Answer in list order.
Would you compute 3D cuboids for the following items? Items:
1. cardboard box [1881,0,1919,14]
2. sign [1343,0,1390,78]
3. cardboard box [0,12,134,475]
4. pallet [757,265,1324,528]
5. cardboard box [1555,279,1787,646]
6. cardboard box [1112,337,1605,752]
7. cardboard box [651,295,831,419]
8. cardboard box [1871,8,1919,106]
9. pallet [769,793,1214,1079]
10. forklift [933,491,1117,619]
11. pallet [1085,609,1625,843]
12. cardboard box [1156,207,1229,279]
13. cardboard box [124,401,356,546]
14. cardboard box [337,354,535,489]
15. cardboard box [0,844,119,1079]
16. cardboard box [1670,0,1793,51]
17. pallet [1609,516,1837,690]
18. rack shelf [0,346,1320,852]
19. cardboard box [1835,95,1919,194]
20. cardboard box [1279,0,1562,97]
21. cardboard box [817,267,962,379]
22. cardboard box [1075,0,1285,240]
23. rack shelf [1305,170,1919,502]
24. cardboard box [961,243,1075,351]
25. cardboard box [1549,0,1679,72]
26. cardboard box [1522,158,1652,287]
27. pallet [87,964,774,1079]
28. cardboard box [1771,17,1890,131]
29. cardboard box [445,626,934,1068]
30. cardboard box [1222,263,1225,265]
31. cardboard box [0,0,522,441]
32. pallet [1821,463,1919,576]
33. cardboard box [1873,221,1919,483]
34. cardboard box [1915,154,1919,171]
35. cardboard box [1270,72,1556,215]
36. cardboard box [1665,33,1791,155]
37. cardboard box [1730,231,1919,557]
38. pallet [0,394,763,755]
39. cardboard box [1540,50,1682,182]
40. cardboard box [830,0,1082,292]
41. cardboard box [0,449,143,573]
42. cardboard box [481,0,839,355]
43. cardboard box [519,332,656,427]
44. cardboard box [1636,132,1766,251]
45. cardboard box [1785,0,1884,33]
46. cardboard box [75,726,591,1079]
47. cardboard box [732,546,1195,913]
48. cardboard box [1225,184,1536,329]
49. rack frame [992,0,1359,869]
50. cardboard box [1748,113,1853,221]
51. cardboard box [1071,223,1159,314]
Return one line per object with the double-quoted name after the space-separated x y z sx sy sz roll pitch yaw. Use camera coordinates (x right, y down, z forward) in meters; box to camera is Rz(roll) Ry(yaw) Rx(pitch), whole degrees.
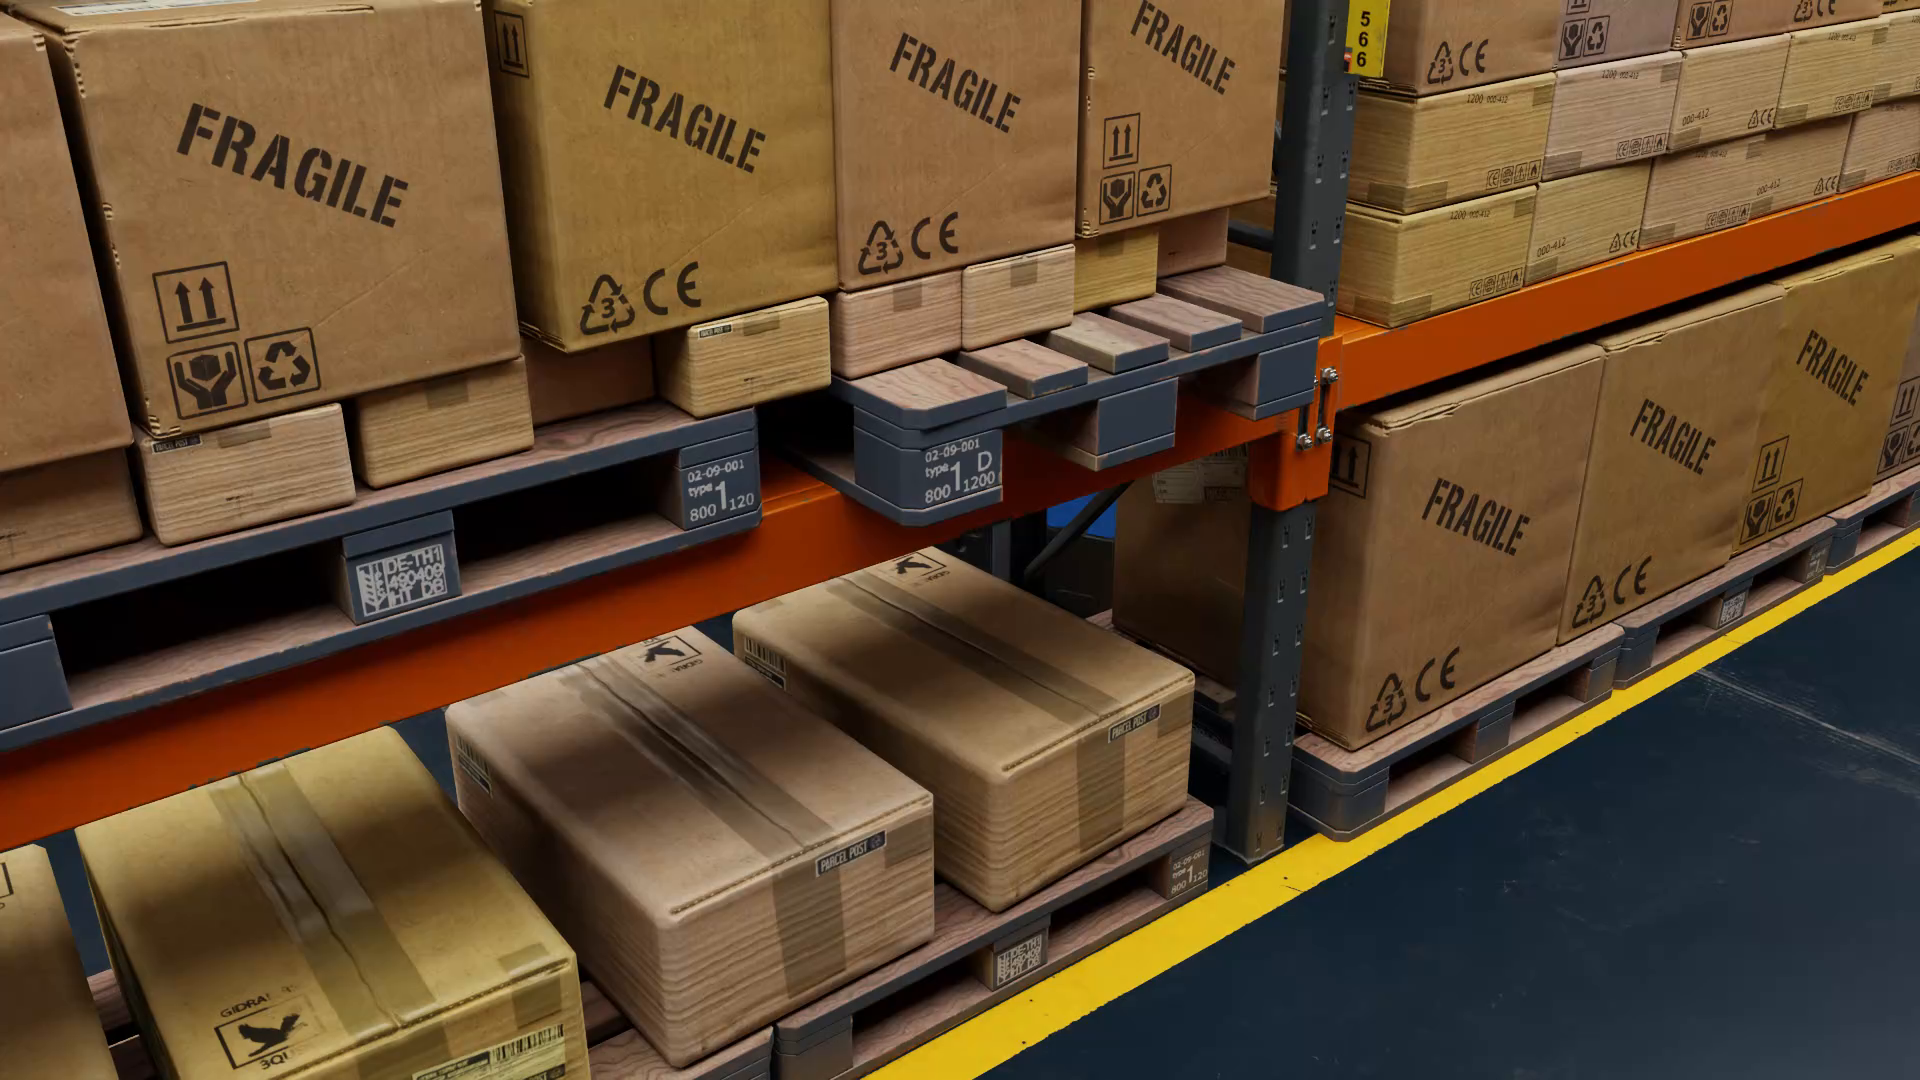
2.579 -1.822 4.806 0.500 0.500 0.500 -17 30 -33 "cardboard box"
0.784 -1.057 3.183 0.005 0.325 0.100 -18 31 -34 "sign"
-1.369 -0.358 1.987 0.500 0.500 0.500 -18 31 -34 "cardboard box"
-0.053 -0.438 3.358 1.003 0.211 1.213 -18 31 -34 "pallet"
1.741 -0.354 4.975 0.875 0.875 0.875 -18 30 -33 "cardboard box"
1.037 -0.124 4.478 0.875 0.875 0.875 -19 31 -34 "cardboard box"
-0.419 -0.346 2.731 0.250 0.149 0.380 -18 30 -33 "cardboard box"
2.600 -1.479 4.958 0.500 0.250 0.500 -17 30 -33 "cardboard box"
-0.174 0.722 3.943 1.213 0.211 1.003 -18 31 -34 "pallet"
-0.546 -1.493 5.485 3.031 2.935 1.130 11 27 23 "forklift"
1.109 0.340 4.767 1.213 0.211 1.003 -18 31 -34 "pallet"
0.329 -0.658 3.405 0.250 0.149 0.380 -17 30 -32 "cardboard box"
-1.033 -0.151 2.311 0.250 0.149 0.380 -17 30 -32 "cardboard box"
-0.841 -0.230 2.481 0.250 0.149 0.380 -19 31 -36 "cardboard box"
-1.731 0.971 2.718 0.625 0.372 0.950 -16 29 -31 "cardboard box"
1.782 -1.552 4.225 0.500 0.500 0.500 -17 30 -33 "cardboard box"
2.068 0.025 5.446 1.213 0.211 1.003 -18 31 -34 "pallet"
-1.132 0.101 2.824 4.000 0.370 1.077 -18 31 -34 "rack shelf"
2.582 -1.259 5.079 0.500 0.250 0.500 -19 31 -35 "cardboard box"
0.981 -1.291 3.662 0.500 0.500 0.500 -19 31 -36 "cardboard box"
-0.211 -0.422 2.895 0.250 0.149 0.380 -20 32 -36 "cardboard box"
0.256 -0.906 3.167 0.500 0.500 0.500 -19 31 -35 "cardboard box"
2.016 -0.938 5.063 4.000 0.370 1.077 -18 31 -34 "rack shelf"
-0.008 -0.485 3.031 0.250 0.149 0.380 -19 31 -34 "cardboard box"
1.365 -1.423 3.947 0.500 0.500 0.500 -18 30 -34 "cardboard box"
1.375 -0.860 4.218 0.500 0.250 0.500 -19 31 -35 "cardboard box"
-1.133 1.037 3.264 1.213 0.211 1.003 -18 31 -34 "pallet"
2.207 -1.340 4.659 0.500 0.250 0.500 -18 30 -33 "cardboard box"
-0.585 0.594 3.529 0.625 0.372 0.950 -19 31 -35 "cardboard box"
0.679 -0.894 4.292 0.500 0.250 0.500 -20 31 -36 "cardboard box"
-0.971 -0.495 2.282 0.500 0.500 0.500 -20 31 -36 "cardboard box"
3.029 -0.294 6.132 1.213 0.211 1.003 -18 31 -34 "pallet"
3.151 -0.823 5.986 0.875 0.875 0.875 -17 30 -32 "cardboard box"
2.990 -1.384 5.347 0.500 0.250 0.500 -19 31 -35 "cardboard box"
0.993 -0.954 3.826 0.500 0.250 0.500 -19 31 -34 "cardboard box"
1.800 -1.213 4.385 0.500 0.250 0.500 -18 31 -34 "cardboard box"
2.445 -0.586 5.475 0.875 0.875 0.875 -17 30 -33 "cardboard box"
-1.091 -0.130 2.695 1.213 0.211 1.003 -18 31 -34 "pallet"
1.400 -1.088 4.114 0.500 0.250 0.500 -17 30 -33 "cardboard box"
-0.144 -0.768 2.870 0.500 0.500 0.500 -19 31 -35 "cardboard box"
-1.274 -0.099 2.200 0.250 0.149 0.380 -18 30 -34 "cardboard box"
-0.541 -0.636 2.587 0.500 0.500 0.500 -21 32 -37 "cardboard box"
-0.694 -0.322 2.681 0.250 0.149 0.380 -18 30 -34 "cardboard box"
1.792 -0.994 4.508 0.500 0.250 0.500 -17 30 -32 "cardboard box"
2.181 -1.682 4.505 0.500 0.500 0.500 -18 30 -33 "cardboard box"
-1.185 0.789 3.109 0.625 0.372 0.950 -17 30 -32 "cardboard box"
-0.009 0.400 3.948 0.625 0.372 0.950 -21 32 -37 "cardboard box"
0.982 -0.721 3.918 0.500 0.250 0.500 -19 31 -35 "cardboard box"
0.442 -0.745 3.792 0.127 3.000 1.000 -18 31 -34 "rack frame"
2.178 -1.124 4.786 0.500 0.250 0.500 -18 31 -34 "cardboard box"
0.163 -0.565 3.204 0.250 0.149 0.380 -18 30 -33 "cardboard box"
